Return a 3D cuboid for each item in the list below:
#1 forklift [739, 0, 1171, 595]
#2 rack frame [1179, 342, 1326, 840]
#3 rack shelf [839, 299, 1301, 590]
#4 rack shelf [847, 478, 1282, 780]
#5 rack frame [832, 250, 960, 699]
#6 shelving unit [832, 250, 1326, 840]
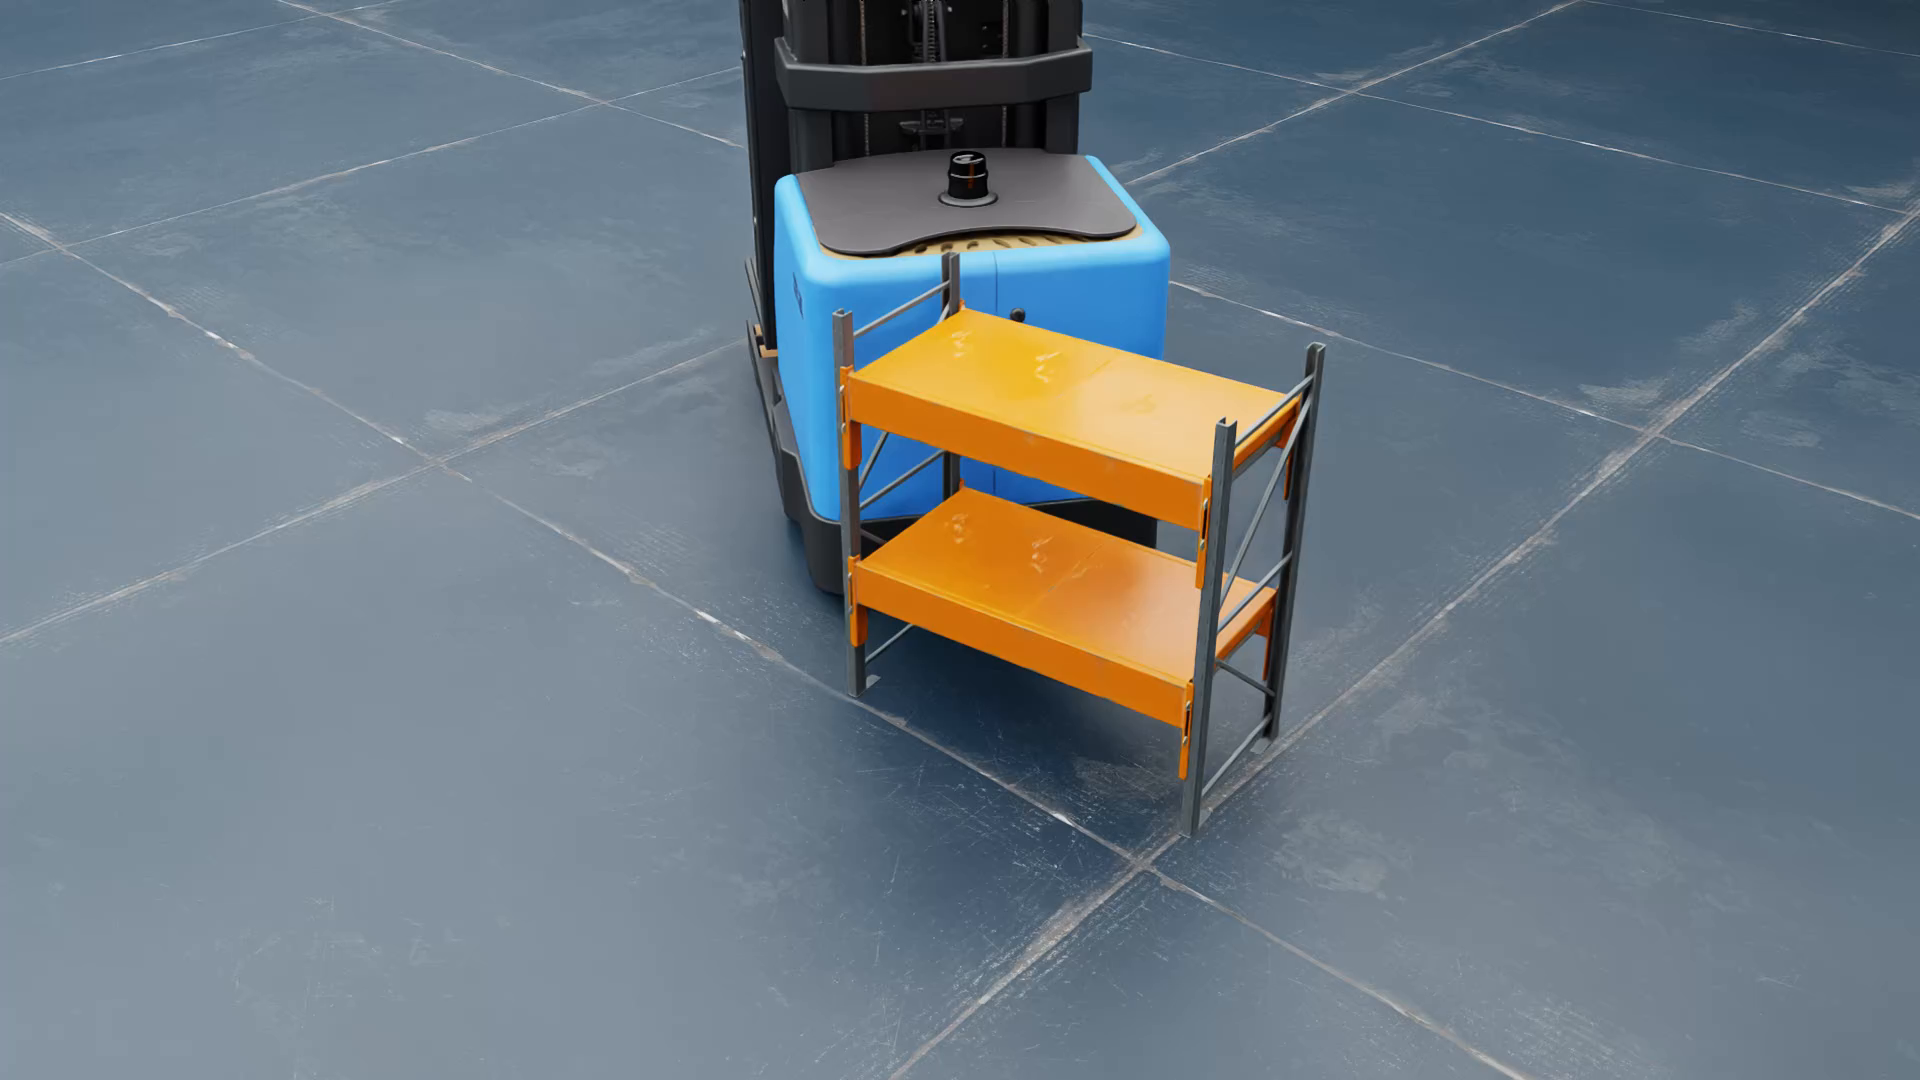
[{"bbox_3d":[-0.197,-1.843,5.470,1.130,2.935,3.031,-6,32,-10],"label":"forklift"},{"bbox_3d":[0.687,0.136,3.934,0.032,1.125,0.500,19,36,29],"label":"rack frame"},{"bbox_3d":[0.267,-0.263,4.028,1.000,0.278,0.538,19,36,29],"label":"rack shelf"},{"bbox_3d":[0.267,0.198,4.305,1.000,0.278,0.538,19,36,29],"label":"rack shelf"},{"bbox_3d":[-0.153,-0.160,4.424,0.032,1.125,0.500,19,36,29],"label":"rack frame"},{"bbox_3d":[0.267,-0.012,4.179,1.048,1.125,0.538,19,36,29],"label":"shelving unit"}]
